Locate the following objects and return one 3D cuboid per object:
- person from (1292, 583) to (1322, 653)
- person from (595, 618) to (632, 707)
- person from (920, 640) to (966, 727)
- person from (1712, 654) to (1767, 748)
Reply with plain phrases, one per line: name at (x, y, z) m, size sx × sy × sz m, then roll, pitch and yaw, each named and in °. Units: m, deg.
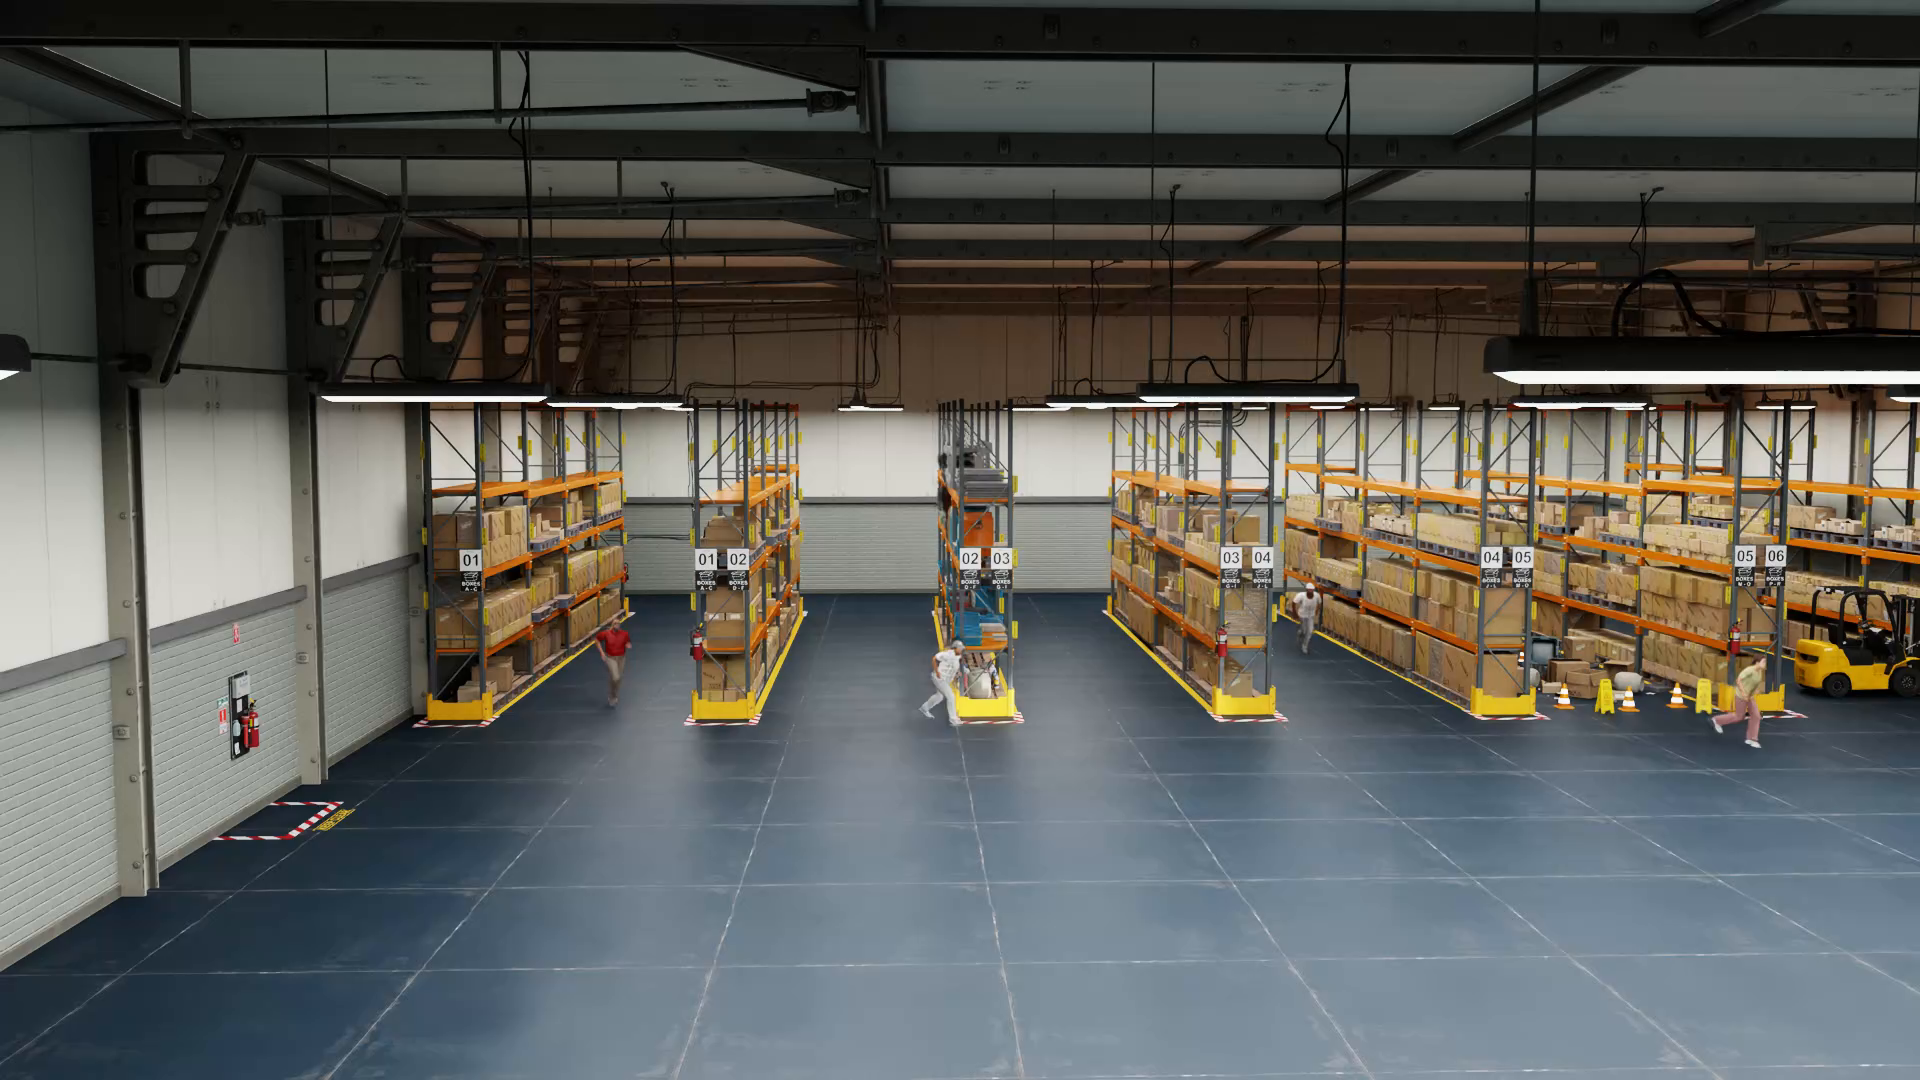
person at (8.341, 1.862, 40.027) m, size 0.697 × 1.694 × 0.841 m, roll -1°, pitch 4°, yaw -10°
person at (-6.756, 2.413, 32.631) m, size 0.656 × 1.776 × 0.803 m, roll -3°, pitch 5°, yaw -34°
person at (-0.335, 2.635, 30.657) m, size 1.037 × 1.627 × 0.648 m, roll 3°, pitch 5°, yaw 35°
person at (13.553, 2.751, 28.908) m, size 0.589 × 1.624 × 0.914 m, roll -4°, pitch 6°, yaw -41°
